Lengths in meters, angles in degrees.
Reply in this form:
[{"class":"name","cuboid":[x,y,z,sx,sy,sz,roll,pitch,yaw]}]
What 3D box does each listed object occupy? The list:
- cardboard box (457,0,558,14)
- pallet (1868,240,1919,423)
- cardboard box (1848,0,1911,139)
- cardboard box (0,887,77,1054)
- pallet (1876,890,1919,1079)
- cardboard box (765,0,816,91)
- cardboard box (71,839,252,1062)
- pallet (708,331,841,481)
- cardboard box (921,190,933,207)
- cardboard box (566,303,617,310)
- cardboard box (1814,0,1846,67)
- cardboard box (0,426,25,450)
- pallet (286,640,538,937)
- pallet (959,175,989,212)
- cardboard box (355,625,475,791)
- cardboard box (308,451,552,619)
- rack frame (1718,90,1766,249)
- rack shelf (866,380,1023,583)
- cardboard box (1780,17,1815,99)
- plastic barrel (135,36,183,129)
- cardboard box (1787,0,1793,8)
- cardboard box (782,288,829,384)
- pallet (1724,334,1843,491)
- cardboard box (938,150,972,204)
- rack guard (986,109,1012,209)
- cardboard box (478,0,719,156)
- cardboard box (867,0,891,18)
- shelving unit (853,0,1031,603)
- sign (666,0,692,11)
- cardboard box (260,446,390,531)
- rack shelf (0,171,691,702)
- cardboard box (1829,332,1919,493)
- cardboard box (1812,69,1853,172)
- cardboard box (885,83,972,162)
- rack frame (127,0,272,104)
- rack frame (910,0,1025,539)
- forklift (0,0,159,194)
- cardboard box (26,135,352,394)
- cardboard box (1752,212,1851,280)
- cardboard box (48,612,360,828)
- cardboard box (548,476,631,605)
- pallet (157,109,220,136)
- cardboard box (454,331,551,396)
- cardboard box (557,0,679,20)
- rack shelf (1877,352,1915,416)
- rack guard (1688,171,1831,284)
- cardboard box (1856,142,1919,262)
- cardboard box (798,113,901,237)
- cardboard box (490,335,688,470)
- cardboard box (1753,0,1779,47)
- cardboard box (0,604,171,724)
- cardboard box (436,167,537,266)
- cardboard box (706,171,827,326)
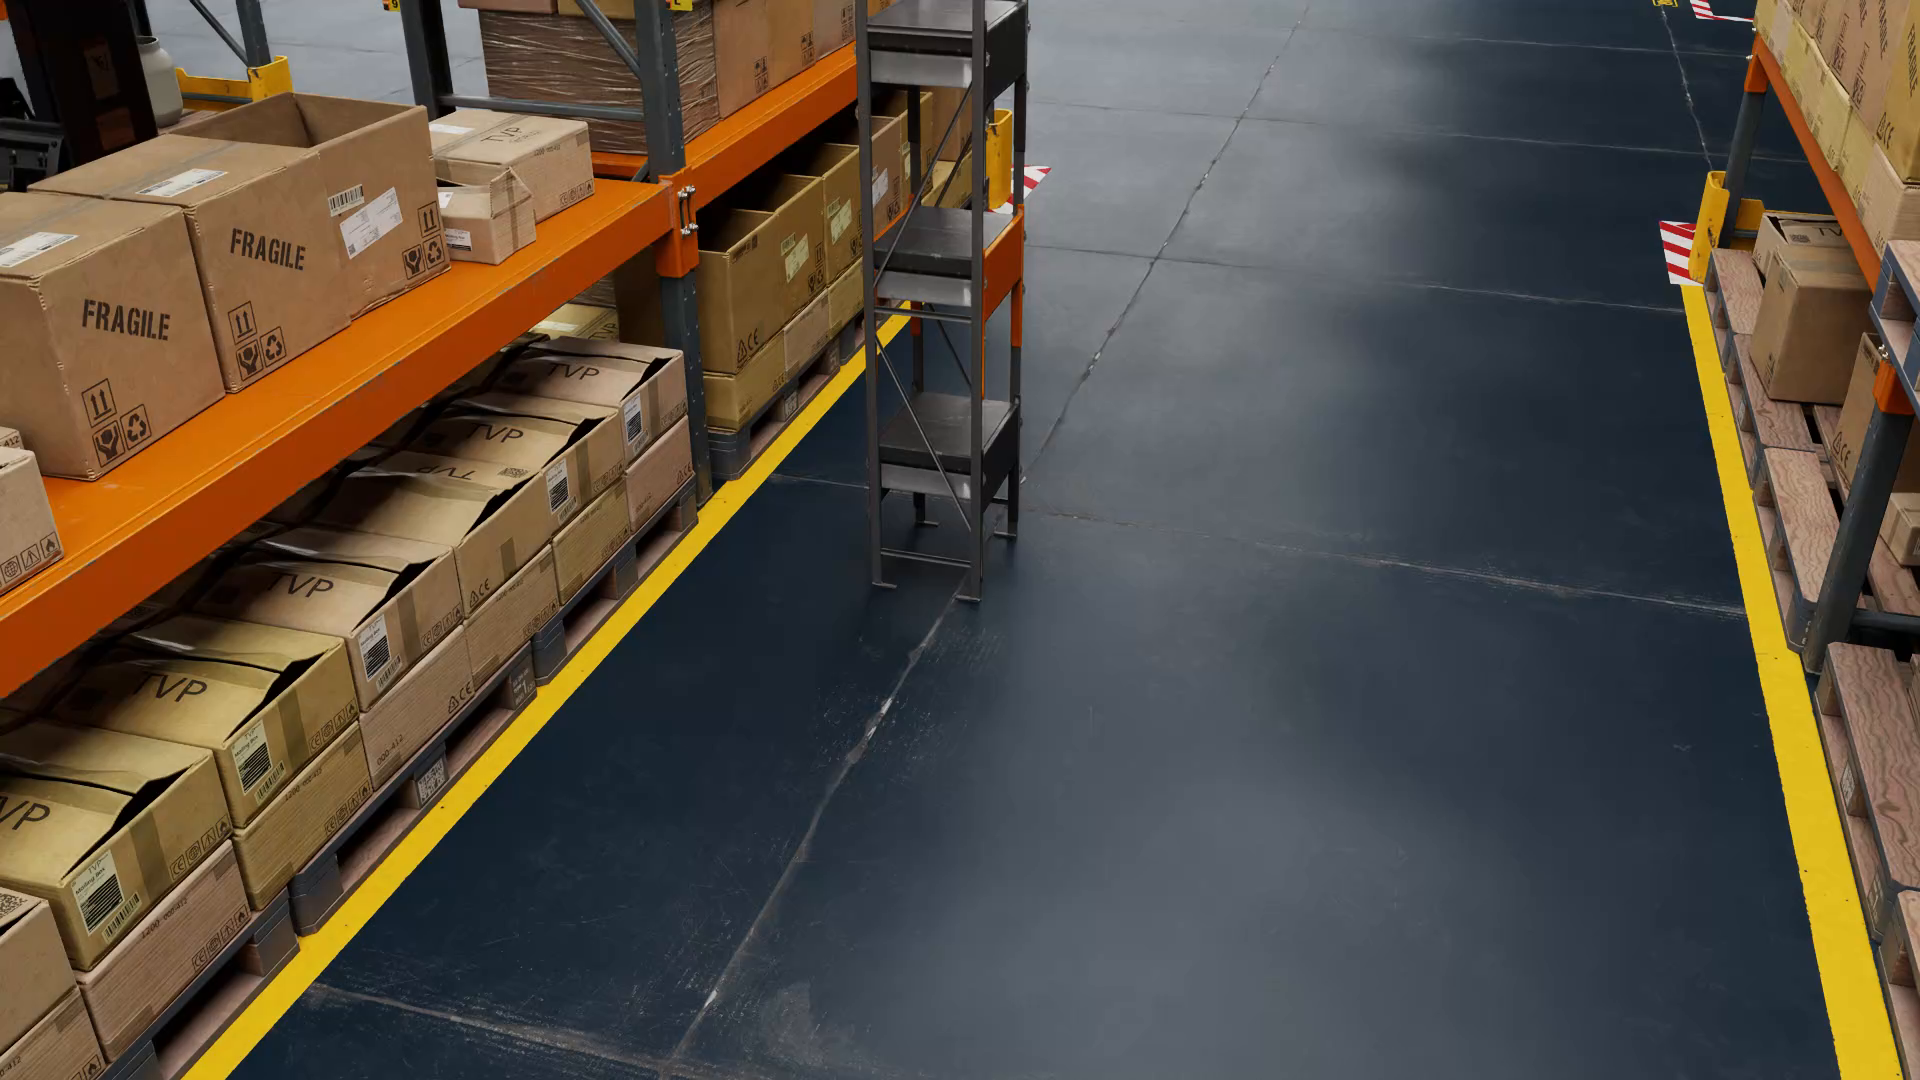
[{"class":"cardboard box","cuboid":[-1.594,-2.013,6.012,0.380,0.149,0.250,8,30,15]},{"class":"pallet","cuboid":[2.904,-0.405,4.090,1.003,0.211,1.213,8,30,15]},{"class":"cardboard box","cuboid":[3.252,-1.591,5.387,0.500,0.500,0.500,8,30,15]},{"class":"cardboard box","cuboid":[-2.209,0.902,3.363,0.500,0.311,0.500,10,30,17]},{"class":"pallet","cuboid":[2.684,1.326,3.649,1.003,0.211,1.213,8,30,15]},{"class":"cardboard box","cuboid":[-1.045,-2.258,7.121,0.700,0.500,0.500,9,30,16]},{"class":"cardboard box","cuboid":[-2.062,0.913,3.919,0.500,0.250,0.500,8,30,13]},{"class":"pallet","cuboid":[-1.195,-0.674,7.244,1.003,0.211,1.213,8,30,15]},{"class":"cardboard box","cuboid":[-0.450,-1.611,8.457,0.500,0.250,0.500,8,30,15]},{"class":"cardboard box","cuboid":[-1.386,-0.988,7.337,0.500,0.250,0.500,8,30,15]},{"class":"cardboard box","cuboid":[3.562,-2.065,6.239,0.500,0.500,0.500,9,30,16]},{"class":"cardboard box","cuboid":[-2.323,-0.161,3.712,0.380,0.149,0.250,11,31,19]},{"class":"pallet","cuboid":[-2.004,0.607,4.942,1.003,0.211,1.213,8,30,15]},{"class":"pallet","cuboid":[-0.479,-1.808,9.282,1.003,0.211,1.213,8,30,15]},{"class":"cardboard box","cuboid":[-1.764,0.432,4.783,0.500,0.250,0.500,9,30,16]},{"class":"cardboard box","cuboid":[-1.609,-0.052,5.078,0.500,0.311,0.500,8,30,15]},{"class":"rack frame","cuboid":[4.442,-2.682,7.986,1.000,3.000,0.127,8,30,15]},{"class":"rack shelf","cuboid":[-0.049,-0.217,5.948,0.431,0.518,0.480,8,30,15]},{"class":"cardboard box","cuboid":[3.701,-1.965,6.830,0.500,0.250,0.500,8,30,14]},{"class":"plastic barrel","cuboid":[-5.149,-2.876,10.461,0.421,0.512,0.421,0,29,0]},{"class":"cardboard box","cuboid":[3.860,-2.546,7.104,0.500,0.500,0.500,9,30,15]},{"class":"cardboard box","cuboid":[-0.891,-0.914,7.205,0.500,0.250,0.500,8,30,15]},{"class":"pallet","cuboid":[3.787,-0.491,6.915,1.003,0.211,1.213,8,30,15]},{"class":"cardboard box","cuboid":[-0.170,-2.078,9.296,0.500,0.250,0.500,8,30,15]},{"class":"rack guard","cuboid":[-0.288,-2.306,9.882,1.175,0.500,0.348,8,30,15]},{"class":"cardboard box","cuboid":[-1.345,-1.779,6.260,0.700,0.500,0.500,8,30,14]},{"class":"cardboard box","cuboid":[-0.745,-2.741,7.990,0.700,0.500,0.500,9,30,15]},{"class":"shelving unit","cuboid":[-0.049,-0.841,5.601,0.431,2.100,0.503,8,30,15]},{"class":"sign","cuboid":[-0.947,-1.927,5.519,0.100,0.325,0.005,8,30,15]},{"class":"cardboard box","cuboid":[-2.131,-0.126,5.211,0.500,0.311,0.500,8,30,13]},{"class":"rack shelf","cuboid":[-2.056,-0.285,4.416,1.077,0.370,4.000,8,30,15]},{"class":"cardboard box","cuboid":[3.534,-0.411,6.023,0.500,0.500,0.500,6,30,11]},{"class":"cardboard box","cuboid":[3.404,-1.496,5.988,0.500,0.250,0.500,8,30,15]},{"class":"cardboard box","cuboid":[-0.168,-2.405,9.114,0.500,0.500,0.500,8,30,15]},{"class":"rack frame","cuboid":[-5.029,-4.096,10.527,1.000,3.000,0.127,8,30,15]},{"class":"rack frame","cuboid":[0.023,-0.954,5.805,0.400,2.100,0.015,8,30,15]},{"class":"forklift","cuboid":[-3.362,-1.119,5.247,1.130,2.935,3.031,9,30,16]},{"class":"cardboard box","cuboid":[-2.012,-0.740,4.392,0.500,0.500,0.500,9,30,15]},{"class":"cardboard box","cuboid":[4.153,-1.391,7.978,0.500,0.311,0.500,5,30,9]},{"class":"cardboard box","cuboid":[-1.911,0.420,4.229,0.500,0.311,0.500,8,30,14]},{"class":"cardboard box","cuboid":[-1.464,-0.042,5.636,0.500,0.250,0.500,8,30,14]},{"class":"pallet","cuboid":[-5.250,-2.459,10.453,1.003,0.211,1.213,8,30,15]},{"class":"cardboard box","cuboid":[-1.828,-0.599,6.061,0.500,0.311,0.500,9,30,15]},{"class":"cardboard box","cuboid":[-1.205,-1.953,5.905,0.380,0.149,0.250,8,30,15]},{"class":"rack shelf","cuboid":[2.681,0.420,3.149,1.077,0.370,4.000,8,30,15]},{"class":"rack guard","cuboid":[4.419,-1.555,8.530,1.175,0.500,0.348,8,30,15]},{"class":"cardboard box","cuboid":[3.117,-1.030,5.150,0.500,0.250,0.500,9,30,15]},{"class":"cardboard box","cuboid":[-0.595,-1.706,7.857,0.500,0.500,0.500,8,30,15]},{"class":"cardboard box","cuboid":[-1.314,-0.526,5.930,0.500,0.311,0.500,8,30,15]},{"class":"cardboard box","cuboid":[3.995,-2.444,7.692,0.500,0.250,0.500,8,30,13]},{"class":"cardboard box","cuboid":[-2.427,0.348,4.358,0.500,0.311,0.500,8,30,15]},{"class":"cardboard box","cuboid":[-1.551,-1.035,5.163,0.396,0.266,0.258,8,30,14]},{"class":"cardboard box","cuboid":[-0.894,-1.243,7.023,0.500,0.500,0.500,8,30,15]}]
